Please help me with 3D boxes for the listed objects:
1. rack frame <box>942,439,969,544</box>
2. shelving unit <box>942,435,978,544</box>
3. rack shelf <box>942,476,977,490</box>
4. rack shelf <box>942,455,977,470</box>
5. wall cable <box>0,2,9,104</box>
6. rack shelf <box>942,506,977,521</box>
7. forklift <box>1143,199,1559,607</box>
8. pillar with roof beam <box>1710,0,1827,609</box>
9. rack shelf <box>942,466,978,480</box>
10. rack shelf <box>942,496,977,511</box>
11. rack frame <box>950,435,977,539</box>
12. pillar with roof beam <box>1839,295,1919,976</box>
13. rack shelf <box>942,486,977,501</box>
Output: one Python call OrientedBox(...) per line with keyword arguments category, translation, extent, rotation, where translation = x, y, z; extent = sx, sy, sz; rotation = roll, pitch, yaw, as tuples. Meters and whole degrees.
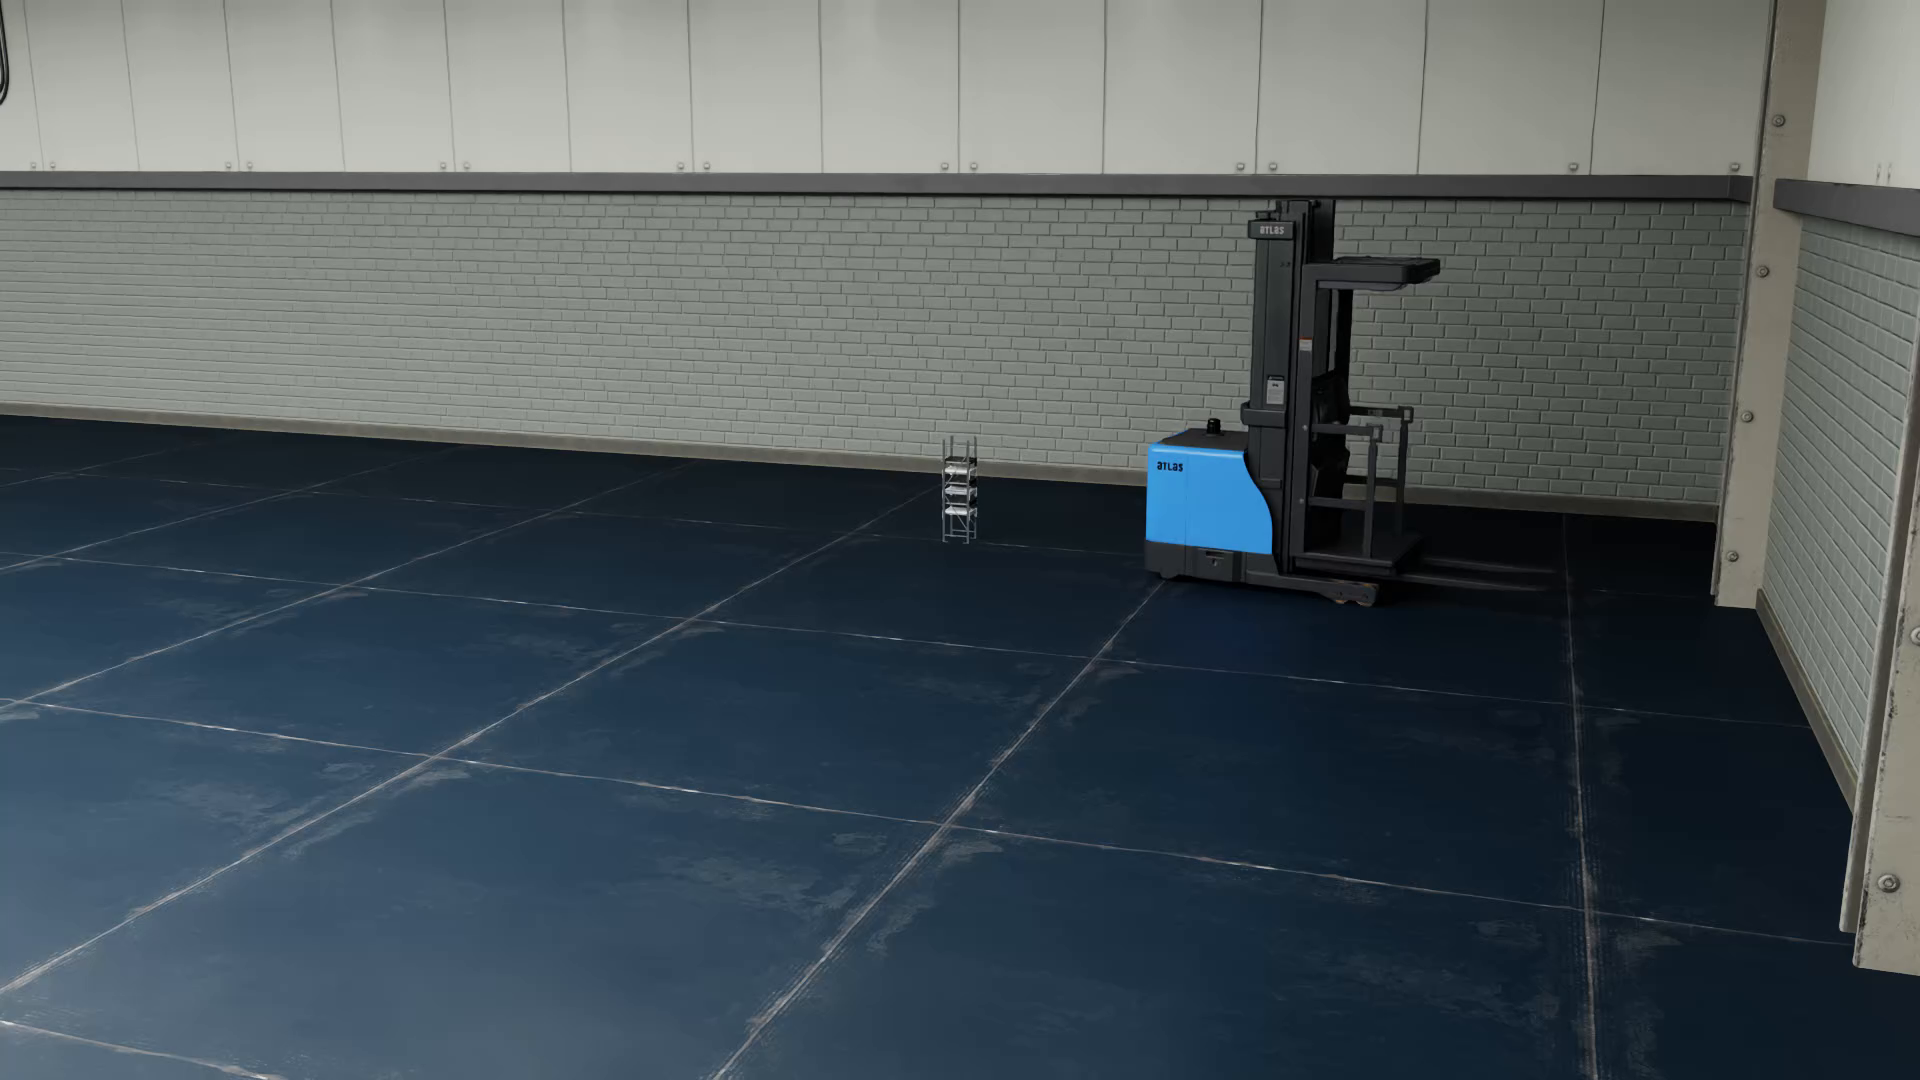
OrientedBox(category="rack frame", translation=(-0.036, -0.416, 14.287), extent=(0.240, 0.900, 0.006), rotation=(4, 14, 18))
OrientedBox(category="shelving unit", translation=(-0.003, -0.437, 14.380), extent=(0.258, 0.900, 0.210), rotation=(4, 14, 18))
OrientedBox(category="rack shelf", translation=(-0.003, -0.492, 14.368), extent=(0.258, 0.077, 0.200), rotation=(4, 14, 18))
OrientedBox(category="rack shelf", translation=(-0.003, -0.668, 14.328), extent=(0.258, 0.077, 0.200), rotation=(4, 14, 18))
OrientedBox(category="wall cable", translation=(-12.802, -7.695, 20.337), extent=(2.305, 6.003, 0.169), rotation=(4, 14, 18))
OrientedBox(category="rack shelf", translation=(-0.003, -0.229, 14.428), extent=(0.258, 0.077, 0.200), rotation=(4, 14, 18))
OrientedBox(category="forklift", translation=(2.999, -1.070, 12.589), extent=(3.031, 2.935, 1.130), rotation=(7, 14, 27))
OrientedBox(category="pillar with roof beam", translation=(1.748, -4.241, 12.846), extent=(9.100, 9.000, 0.400), rotation=(4, 14, 18))
OrientedBox(category="rack shelf", translation=(-0.003, -0.580, 14.348), extent=(0.258, 0.077, 0.200), rotation=(4, 14, 18))
OrientedBox(category="rack shelf", translation=(-0.003, -0.317, 14.408), extent=(0.258, 0.077, 0.200), rotation=(4, 14, 18))
OrientedBox(category="rack frame", translation=(0.030, -0.458, 14.474), extent=(0.240, 0.900, 0.006), rotation=(4, 14, 18))
OrientedBox(category="pillar with roof beam", translation=(-0.194, -2.978, 7.311), extent=(9.100, 9.000, 0.400), rotation=(4, 14, 18))
OrientedBox(category="rack shelf", translation=(-0.003, -0.405, 14.388), extent=(0.258, 0.077, 0.200), rotation=(4, 14, 18))
